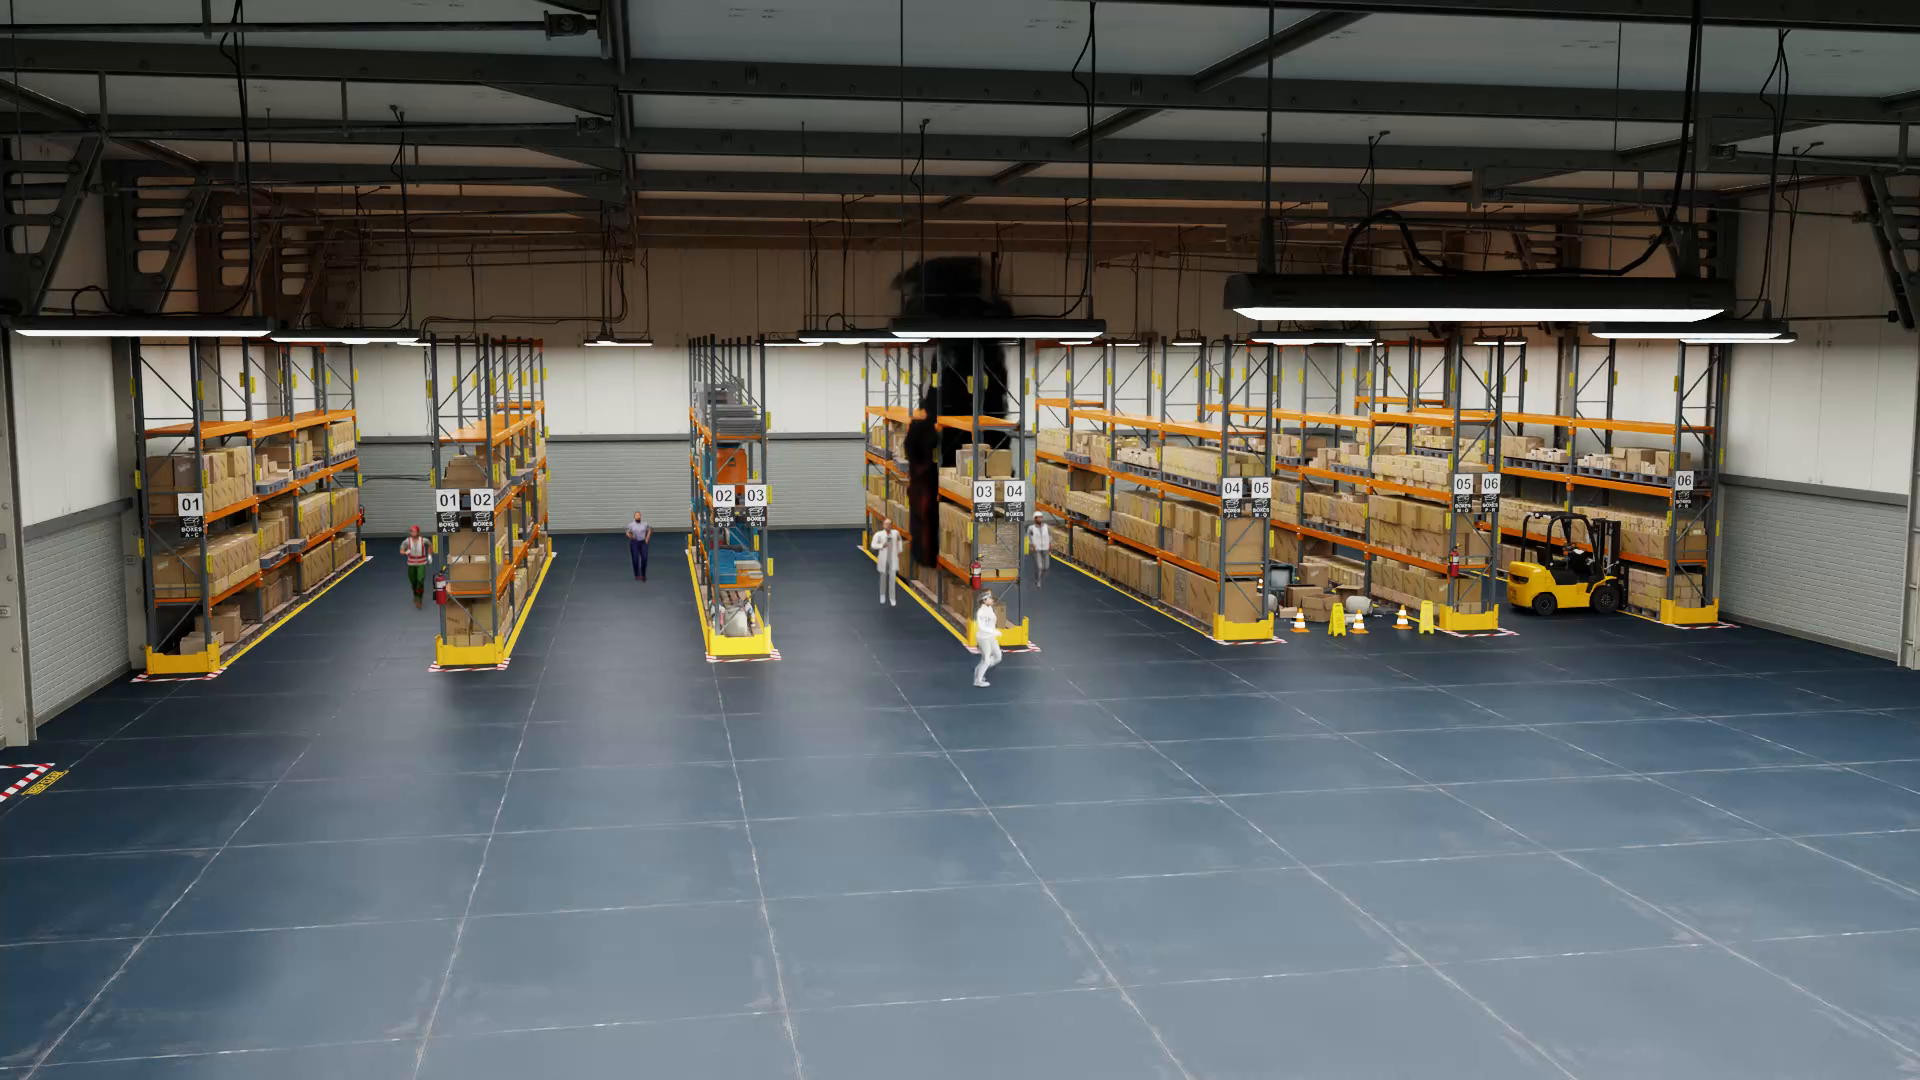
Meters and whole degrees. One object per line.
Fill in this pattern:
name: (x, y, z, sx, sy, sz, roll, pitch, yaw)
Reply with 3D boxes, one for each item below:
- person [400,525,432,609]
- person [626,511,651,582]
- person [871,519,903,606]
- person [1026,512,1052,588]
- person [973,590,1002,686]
person: (-12.115, 0.572, 37.035, 0.660, 1.823, 0.903, -1, 7, -11)
person: (-7.548, 0.172, 39.154, 0.591, 1.691, 0.576, -2, 7, -16)
person: (-1.551, 0.469, 35.509, 0.714, 1.842, 0.938, -1, 7, -12)
person: (1.830, 0.221, 38.013, 0.666, 1.747, 0.484, -2, 7, -14)
person: (0.498, 1.662, 28.237, 0.553, 1.641, 0.659, 3, 7, 22)
